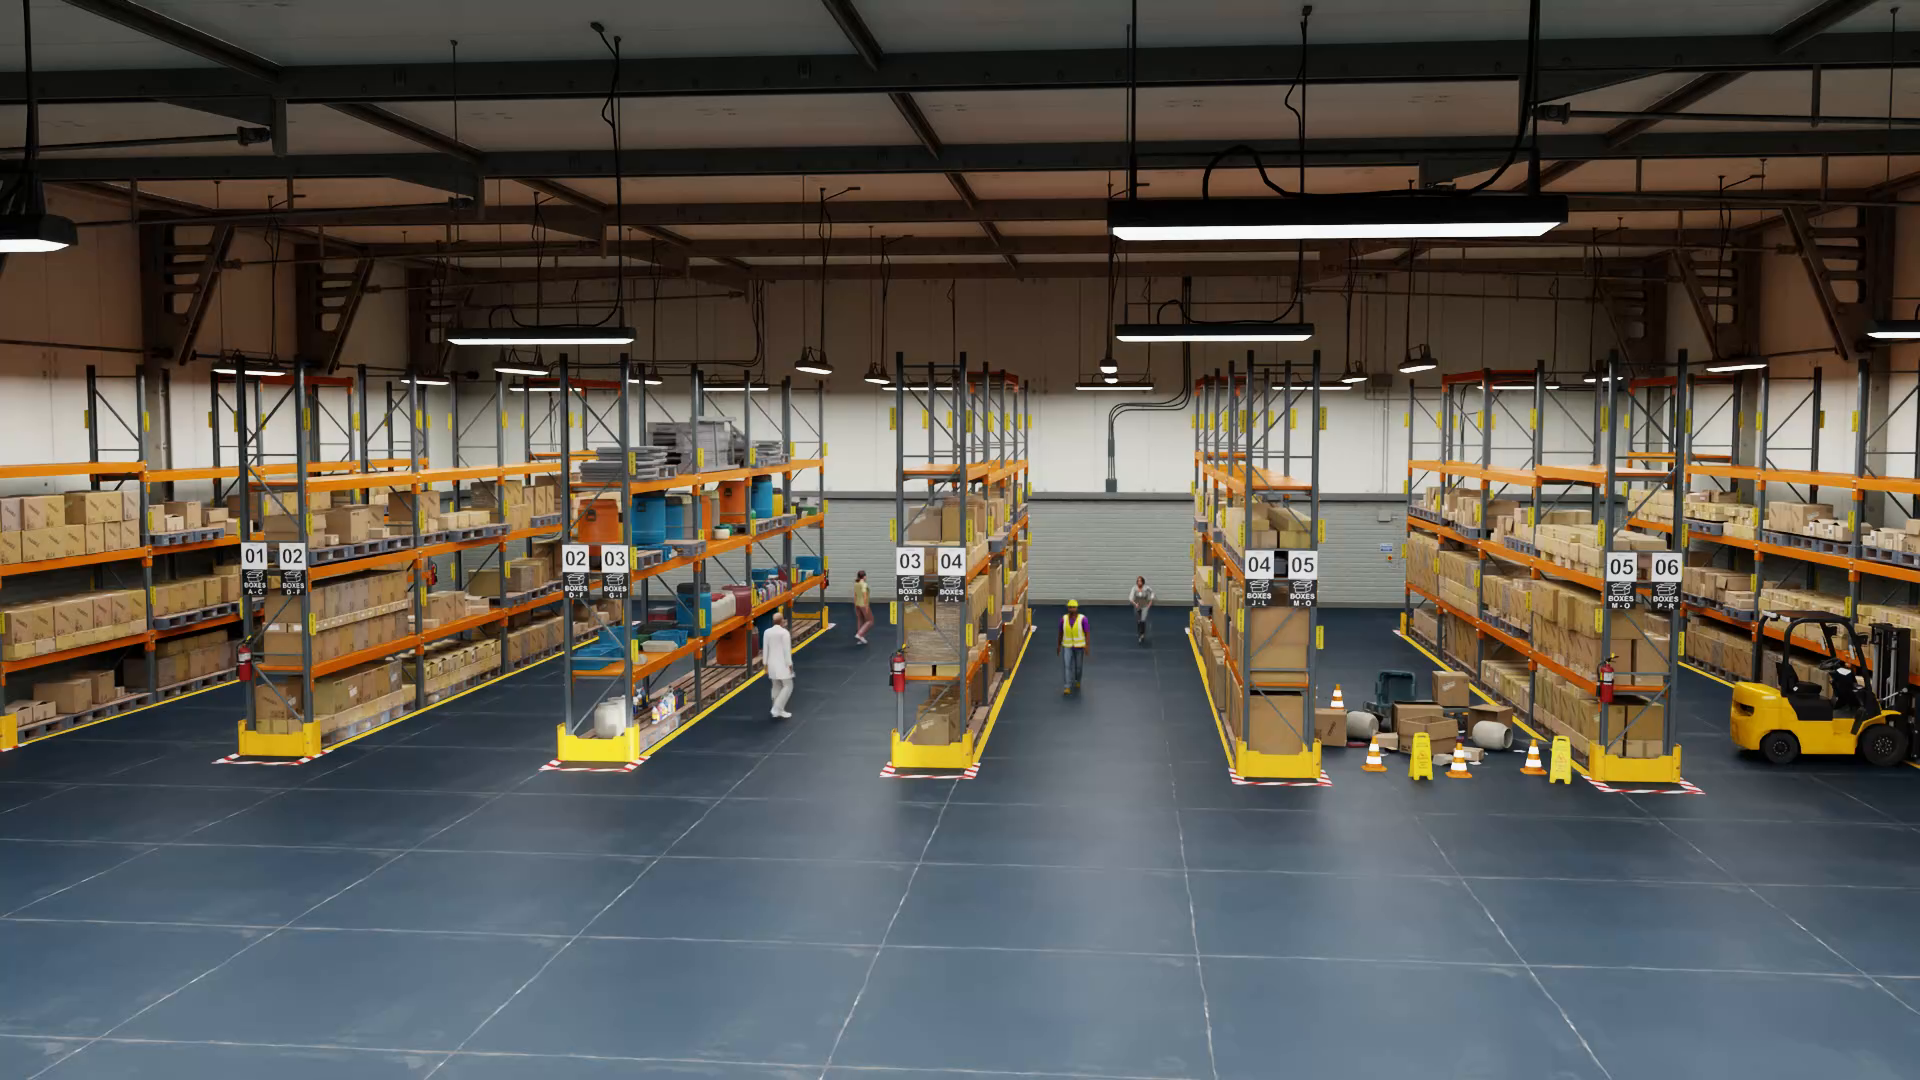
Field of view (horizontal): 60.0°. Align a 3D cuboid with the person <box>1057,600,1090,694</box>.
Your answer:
[{"bbox_3d":[2.085,1.957,30.633,0.623,1.707,1.085,1,4,8],"label":"person"}]

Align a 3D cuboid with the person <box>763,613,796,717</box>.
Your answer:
[{"bbox_3d":[-3.094,2.116,28.136,0.634,1.771,0.580,3,5,35],"label":"person"}]

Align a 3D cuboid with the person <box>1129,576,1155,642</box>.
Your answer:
[{"bbox_3d":[4.117,1.571,37.594,0.562,1.486,0.794,1,4,15],"label":"person"}]

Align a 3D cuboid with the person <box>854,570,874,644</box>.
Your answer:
[{"bbox_3d":[-2.226,1.514,37.353,0.473,1.673,0.474,-3,5,-38],"label":"person"}]
